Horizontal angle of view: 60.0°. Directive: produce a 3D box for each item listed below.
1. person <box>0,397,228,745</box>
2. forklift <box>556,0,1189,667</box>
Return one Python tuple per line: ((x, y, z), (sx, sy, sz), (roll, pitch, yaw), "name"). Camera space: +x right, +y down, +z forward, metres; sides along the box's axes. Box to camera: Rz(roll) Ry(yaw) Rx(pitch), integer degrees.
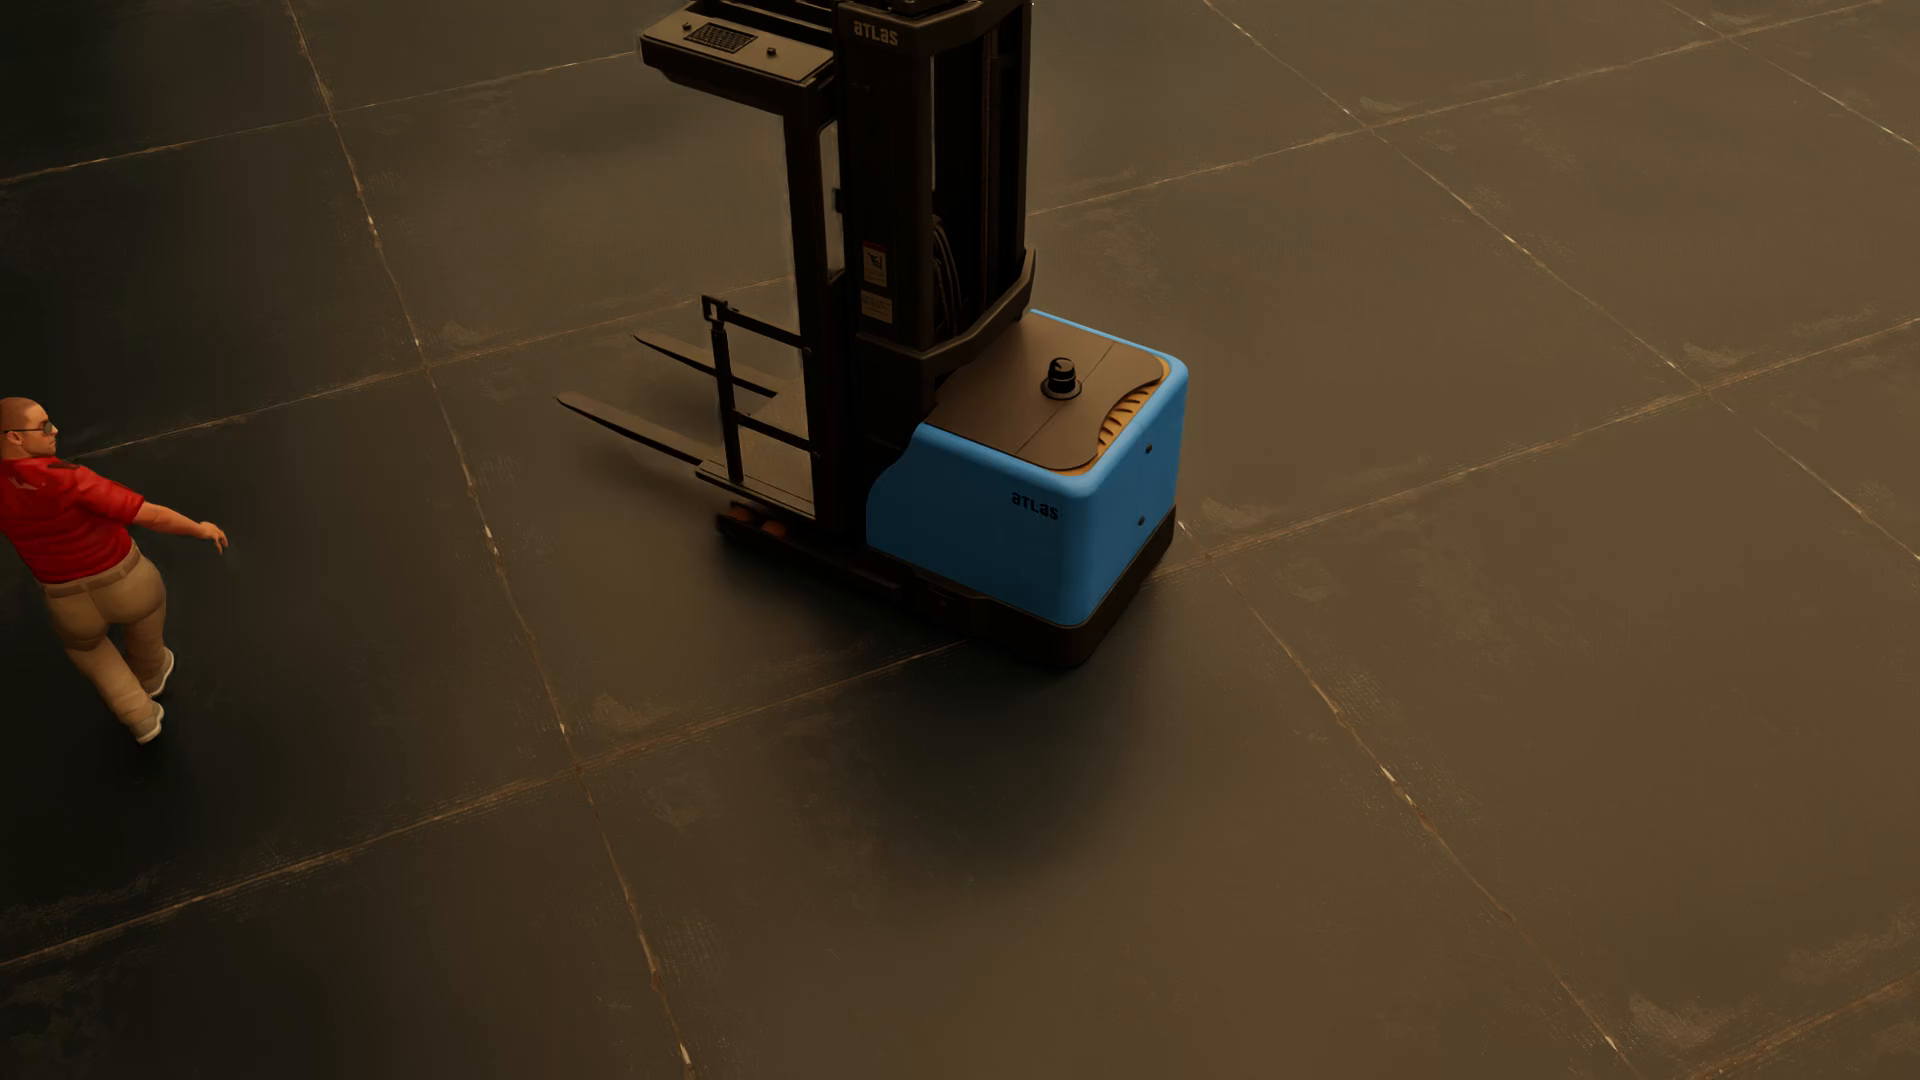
((-3.377, 0.051, 6.611), (0.886, 1.604, 0.851), (-13, 45, -13), "person")
((-0.540, -1.283, 7.055), (3.031, 2.935, 1.130), (22, 47, 22), "forklift")
